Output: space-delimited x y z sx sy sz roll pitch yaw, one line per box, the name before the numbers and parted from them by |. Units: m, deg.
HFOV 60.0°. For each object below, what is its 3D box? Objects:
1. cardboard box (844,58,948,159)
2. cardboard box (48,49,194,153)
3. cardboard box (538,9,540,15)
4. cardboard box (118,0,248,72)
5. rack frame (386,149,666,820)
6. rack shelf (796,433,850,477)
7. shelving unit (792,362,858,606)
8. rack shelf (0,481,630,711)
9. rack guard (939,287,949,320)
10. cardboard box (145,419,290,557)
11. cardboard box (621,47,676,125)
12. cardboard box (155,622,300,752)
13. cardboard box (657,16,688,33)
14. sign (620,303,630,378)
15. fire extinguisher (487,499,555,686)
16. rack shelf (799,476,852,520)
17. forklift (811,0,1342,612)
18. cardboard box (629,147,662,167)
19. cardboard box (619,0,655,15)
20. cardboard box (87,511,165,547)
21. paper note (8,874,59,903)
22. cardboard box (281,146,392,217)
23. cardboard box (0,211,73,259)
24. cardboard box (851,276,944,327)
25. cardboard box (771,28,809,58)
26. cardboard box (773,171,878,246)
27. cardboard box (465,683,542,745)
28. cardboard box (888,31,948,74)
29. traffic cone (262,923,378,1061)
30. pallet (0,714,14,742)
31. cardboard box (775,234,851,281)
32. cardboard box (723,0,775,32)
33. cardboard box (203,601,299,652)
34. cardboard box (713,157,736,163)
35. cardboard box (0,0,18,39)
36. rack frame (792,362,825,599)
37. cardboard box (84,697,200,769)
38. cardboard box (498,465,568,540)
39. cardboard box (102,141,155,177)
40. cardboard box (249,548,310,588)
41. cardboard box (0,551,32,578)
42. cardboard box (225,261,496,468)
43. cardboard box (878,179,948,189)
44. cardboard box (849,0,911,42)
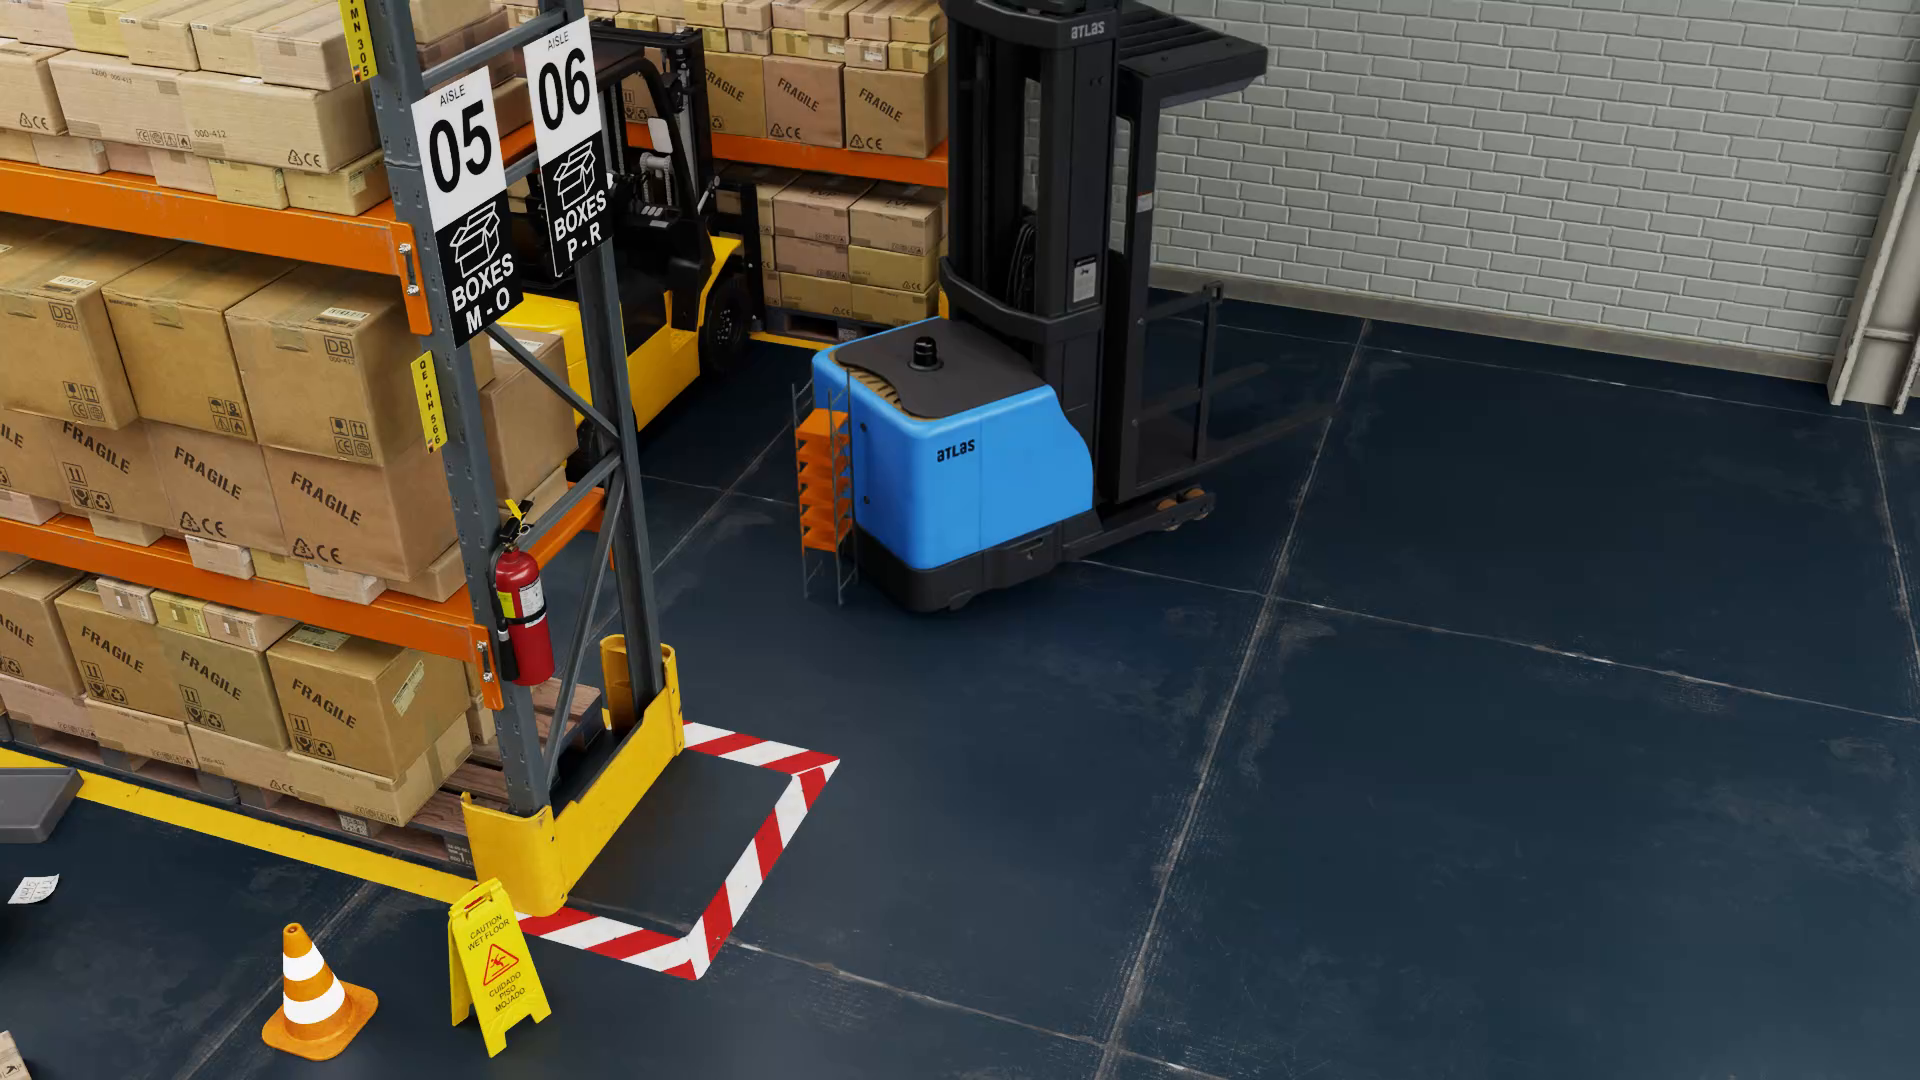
cardboard box | -0.366 -2.631 9.967 0.500 0.500 0.500 10 34 15
cardboard box | -2.526 -1.475 5.368 0.500 0.250 0.500 11 34 16
cardboard box | -2.415 -3.275 10.366 0.250 0.149 0.380 11 34 16
cardboard box | -2.379 -1.602 5.197 0.250 0.149 0.380 11 34 16
rack frame | -1.485 -0.097 6.135 0.127 3.000 1.000 11 34 16
rack shelf | -0.646 -0.420 7.934 0.180 0.103 0.258 11 34 16
shelving unit | -0.646 -0.256 8.040 0.189 1.200 0.258 11 34 16
rack shelf | -3.367 -0.161 6.897 4.000 0.370 1.077 11 34 16
rack guard | 0.209 -1.578 10.733 0.348 0.500 1.175 11 34 16
cardboard box | -2.558 -0.317 6.109 0.500 0.500 0.500 11 34 17
cardboard box | -1.810 -2.910 10.400 0.500 0.500 0.500 11 35 17
cardboard box | -2.819 0.459 6.730 0.500 0.500 0.500 12 35 18
cardboard box | -1.655 -3.181 10.222 0.250 0.149 0.380 11 34 16
sign | -1.302 -0.738 6.330 0.005 0.325 0.100 11 34 16
fire extinguisher | -1.532 0.191 5.760 0.183 0.674 0.296 11 34 16
rack shelf | -0.646 -0.218 8.064 0.180 0.103 0.258 11 34 16
forklift | 0.754 -1.495 8.364 3.031 2.935 1.130 -20 38 -28
cardboard box | -2.279 -2.373 10.886 0.500 0.250 0.500 12 35 18
cardboard box | -1.899 -3.362 10.228 0.250 0.149 0.380 11 34 17
cardboard box | -3.137 -0.149 6.448 0.250 0.149 0.380 11 34 16
paper note | -3.666 1.380 6.585 0.148 0.019 0.142 0 33 0
cardboard box | -1.915 -1.174 5.270 0.250 0.149 0.380 11 34 17
cardboard box | -3.451 -0.966 6.192 0.500 0.500 0.700 11 34 16
cardboard box | -0.363 -1.579 10.577 0.500 0.250 0.500 11 35 17
cardboard box | -0.938 -3.029 9.986 0.250 0.149 0.380 11 34 16
cardboard box | -0.835 -2.089 10.447 0.500 0.250 0.500 12 35 17
cardboard box | -2.151 0.593 7.215 0.500 0.250 0.500 11 34 16
cardboard box | -0.235 -2.867 9.736 0.250 0.149 0.380 12 35 17
traffic cone | -2.325 1.548 5.925 0.334 0.463 0.336 11 34 16
pallet | -4.606 0.447 7.863 1.213 0.211 1.003 11 34 16
cardboard box | -0.846 -1.891 10.600 0.500 0.250 0.500 11 34 16
cardboard box | -1.212 -3.168 9.927 0.250 0.149 0.380 12 35 18
cardboard box | -2.695 0.247 6.460 0.250 0.149 0.380 12 35 18
cardboard box | -1.621 -2.542 11.148 0.500 0.250 0.500 10 34 16
cardboard box | -3.066 -1.785 5.480 0.250 0.149 0.380 10 34 15
rack frame | -0.733 -0.272 8.065 0.006 1.200 0.240 11 34 16
cardboard box | -3.316 0.679 7.081 0.500 0.250 0.500 10 34 15
cardboard box | -1.735 -0.160 6.464 0.250 0.149 0.380 11 34 17
cardboard box | -2.615 -1.350 5.541 0.250 0.149 0.380 11 35 17
cardboard box | -2.419 0.001 6.214 0.250 0.149 0.380 10 34 16
cardboard box | -3.950 0.002 6.840 0.250 0.149 0.380 13 35 19
cardboard box | -2.039 -0.666 5.729 0.500 0.500 0.700 10 34 15
cardboard box | -0.202 -2.259 10.709 0.500 0.250 0.500 10 34 16
cardboard box | -0.465 -3.059 9.758 0.250 0.149 0.380 11 34 17
